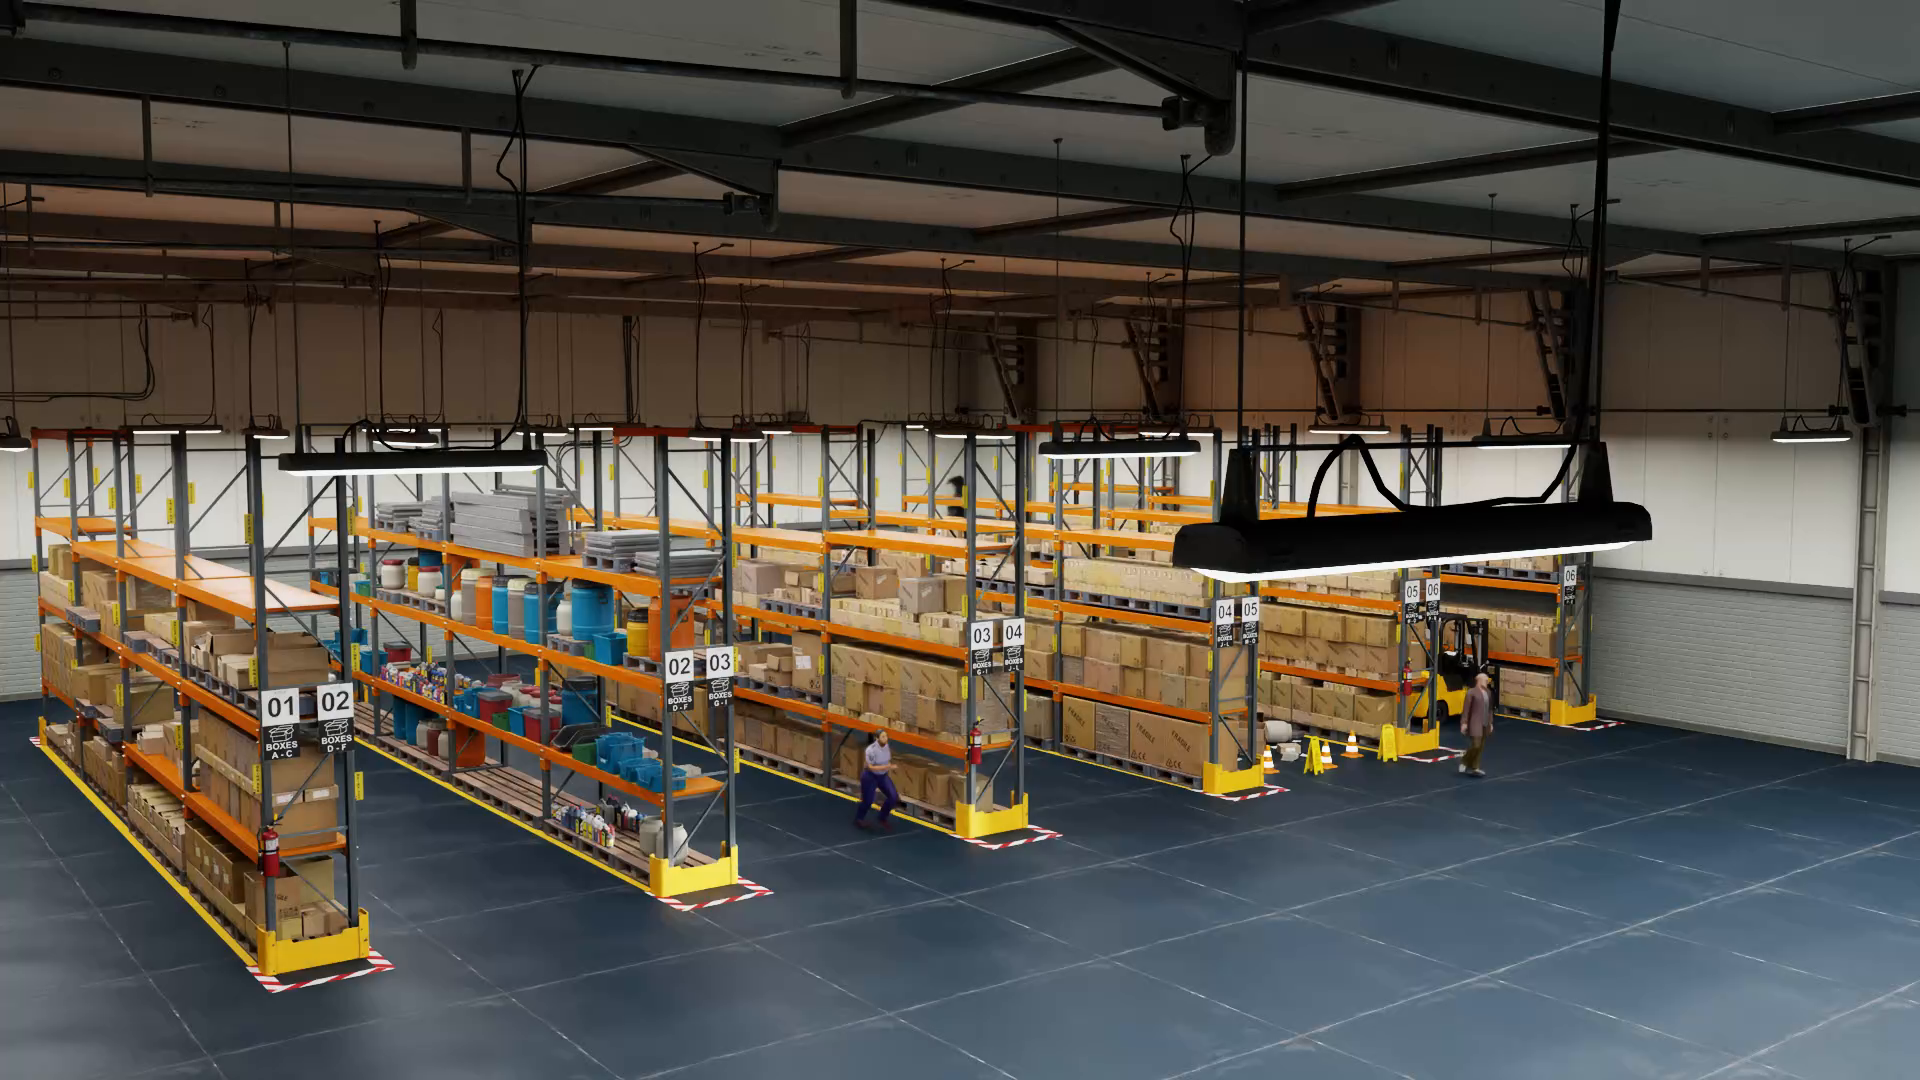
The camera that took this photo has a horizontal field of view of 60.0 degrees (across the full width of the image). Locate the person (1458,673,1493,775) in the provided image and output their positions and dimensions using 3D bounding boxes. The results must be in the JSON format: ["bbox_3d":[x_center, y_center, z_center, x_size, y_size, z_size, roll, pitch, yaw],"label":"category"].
[{"bbox_3d":[8.918,3.181,28.709,0.664,1.768,0.504,-3,5,-35],"label":"person"}]

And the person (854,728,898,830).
[{"bbox_3d":[-1.262,3.583,24.925,0.529,1.578,0.881,-4,6,-43],"label":"person"}]

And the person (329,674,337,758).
[{"bbox_3d":[-11.504,3.178,30.275,0.853,1.567,0.632,3,5,35],"label":"person"}]
